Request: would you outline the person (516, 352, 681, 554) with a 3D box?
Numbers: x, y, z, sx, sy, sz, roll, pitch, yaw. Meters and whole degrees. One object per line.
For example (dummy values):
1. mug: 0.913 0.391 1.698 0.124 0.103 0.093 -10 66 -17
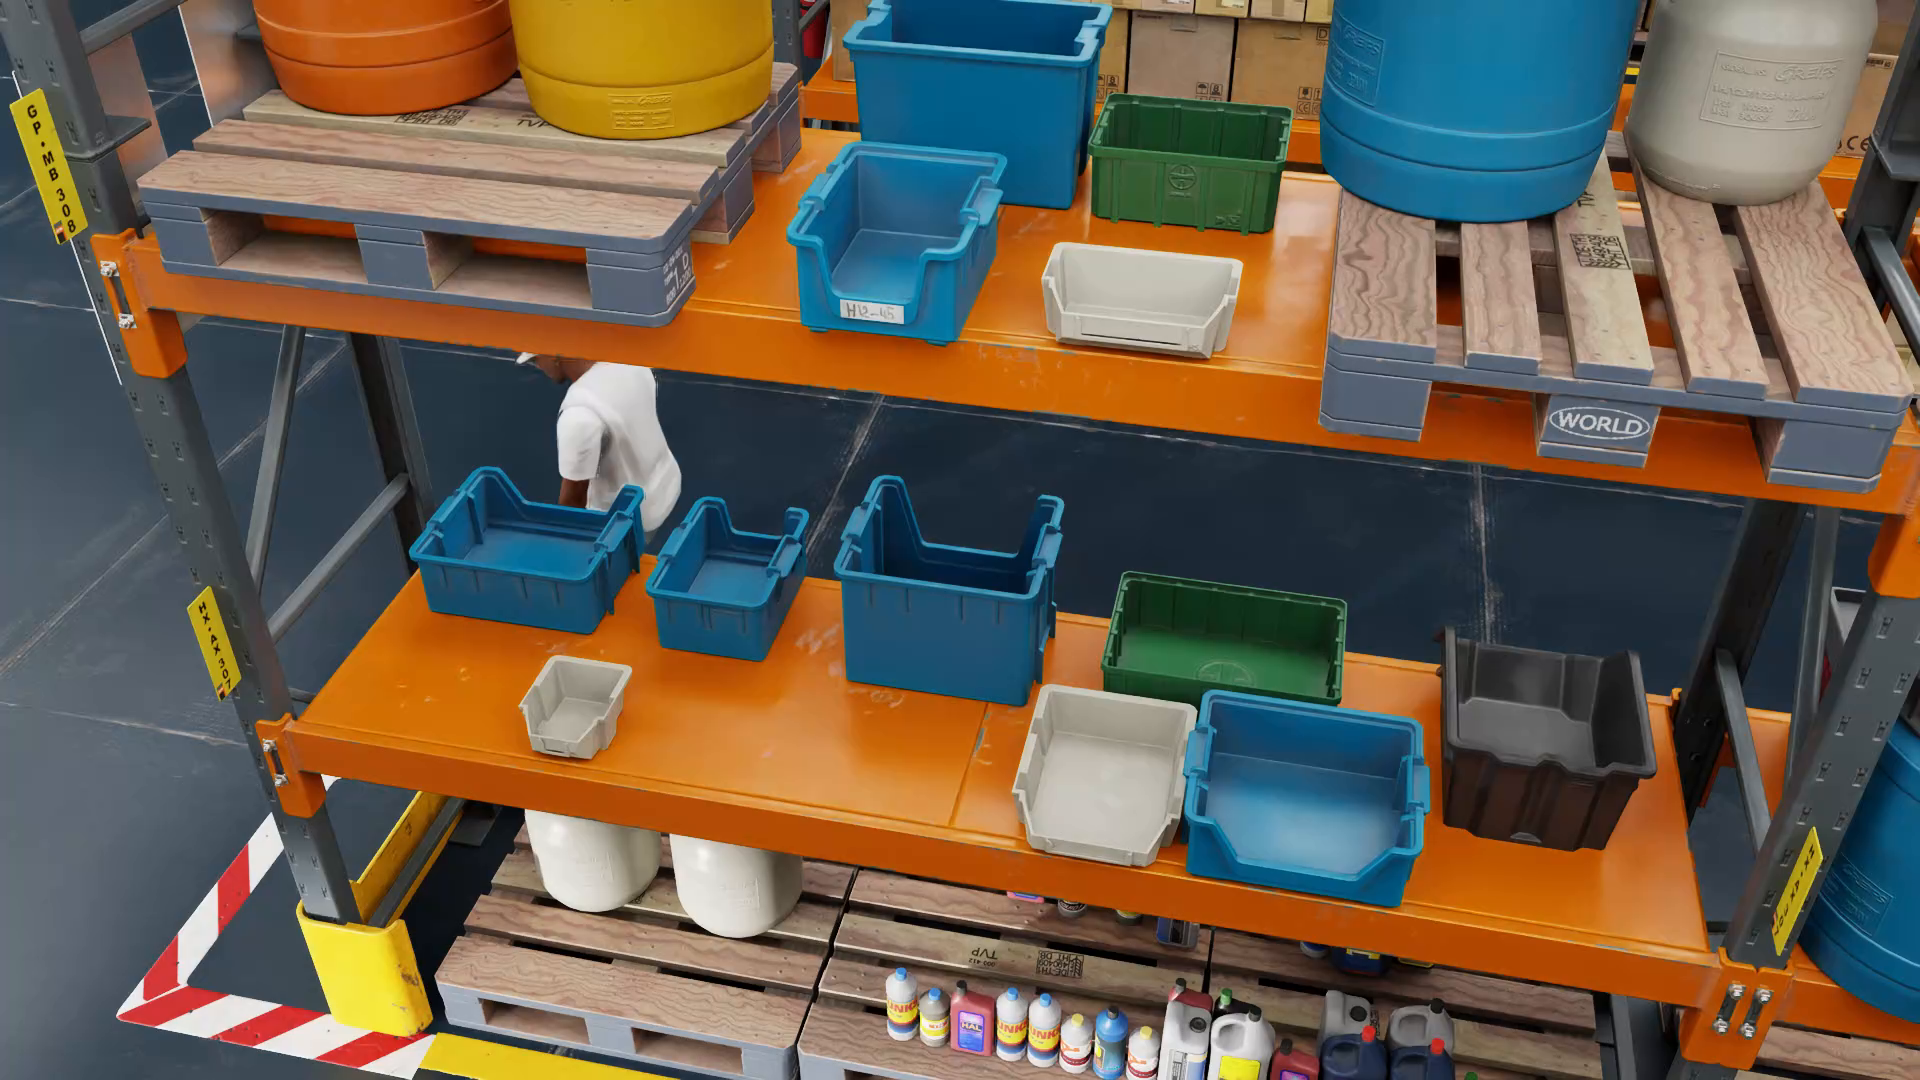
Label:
1. person: -1.356 -0.142 6.395 0.511 1.683 0.602 8 37 11
